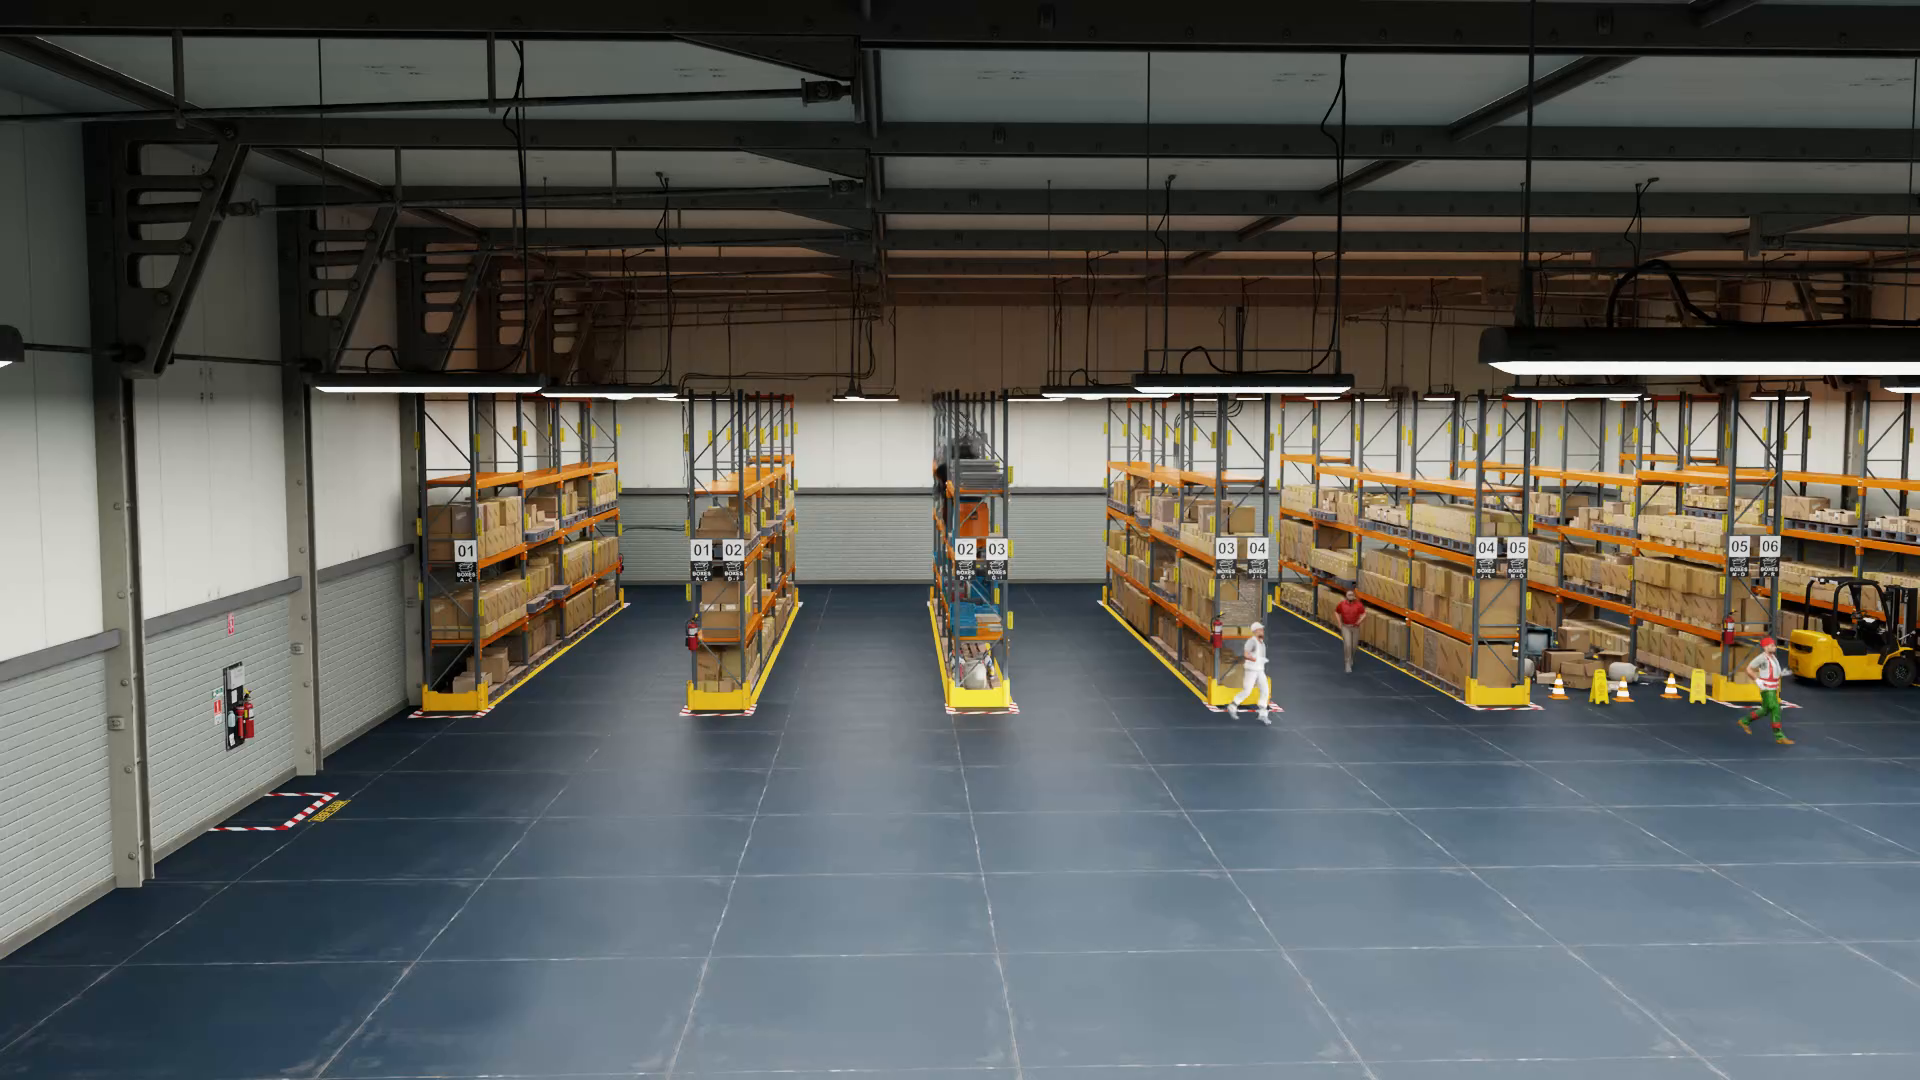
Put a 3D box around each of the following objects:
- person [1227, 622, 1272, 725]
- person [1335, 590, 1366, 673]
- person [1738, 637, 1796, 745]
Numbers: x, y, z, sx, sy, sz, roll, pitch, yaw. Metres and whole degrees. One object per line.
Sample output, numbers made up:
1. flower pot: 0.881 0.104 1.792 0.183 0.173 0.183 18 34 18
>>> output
1. person: 5.300 2.378 29.962 0.894 1.796 0.687 4 6 40
2. person: 8.402 1.935 35.770 0.650 1.741 0.861 0 5 5
3. person: 13.654 2.522 28.078 0.663 1.767 0.959 -4 6 -43
